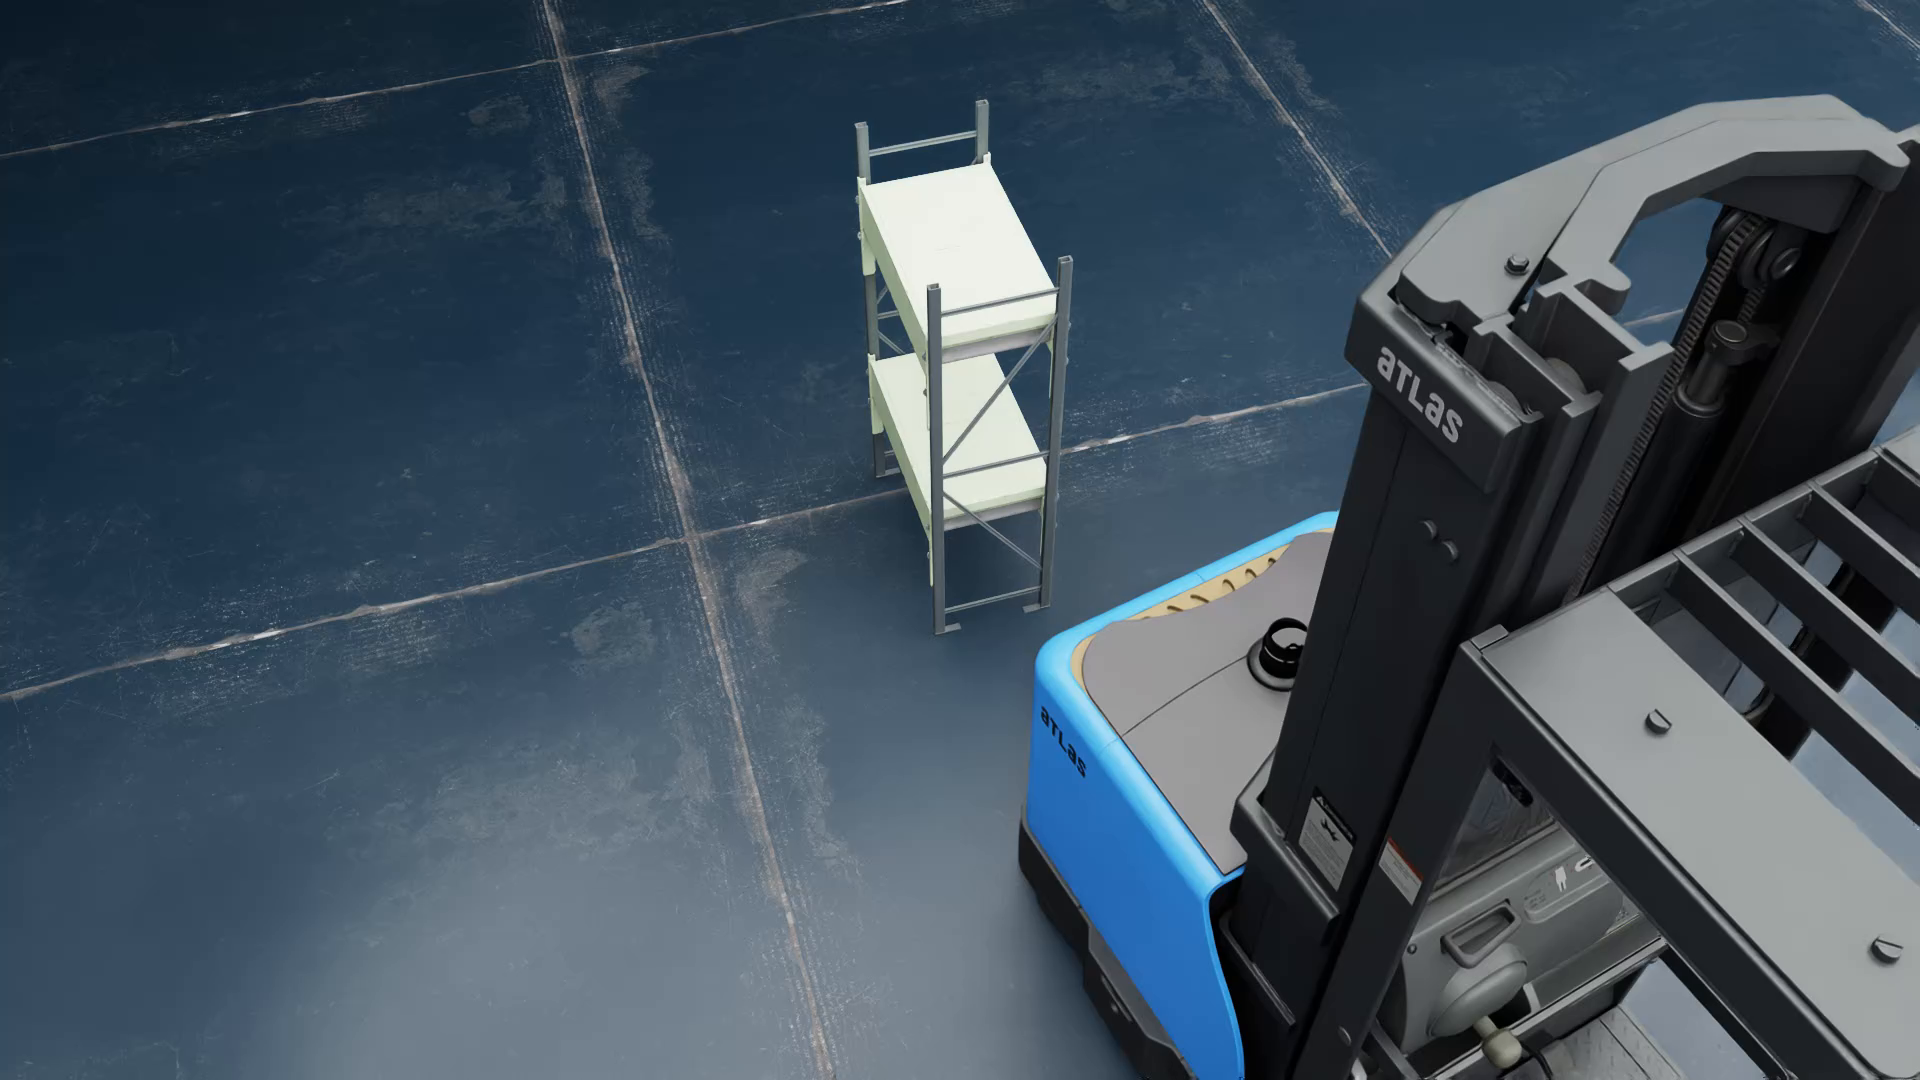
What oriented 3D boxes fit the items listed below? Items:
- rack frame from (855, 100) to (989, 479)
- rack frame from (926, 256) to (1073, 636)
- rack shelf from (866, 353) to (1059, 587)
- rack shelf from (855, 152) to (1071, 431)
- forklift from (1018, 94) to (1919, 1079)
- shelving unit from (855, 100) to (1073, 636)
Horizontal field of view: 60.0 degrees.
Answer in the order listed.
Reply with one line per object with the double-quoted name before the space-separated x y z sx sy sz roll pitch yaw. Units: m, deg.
"rack frame" -0.110 -0.756 5.406 0.400 1.500 0.023 -13 51 -11
"rack frame" 0.106 -0.221 4.955 0.400 1.500 0.023 -13 51 -11
"rack shelf" -0.002 -0.278 5.430 0.431 0.370 0.720 -13 51 -11
"rack shelf" -0.002 -0.740 4.882 0.431 0.370 0.720 -13 51 -11
"forklift" 1.333 0.811 3.149 1.130 2.935 3.031 -23 54 -18
"shelving unit" -0.002 -0.488 5.181 0.431 1.500 0.755 -13 51 -11
